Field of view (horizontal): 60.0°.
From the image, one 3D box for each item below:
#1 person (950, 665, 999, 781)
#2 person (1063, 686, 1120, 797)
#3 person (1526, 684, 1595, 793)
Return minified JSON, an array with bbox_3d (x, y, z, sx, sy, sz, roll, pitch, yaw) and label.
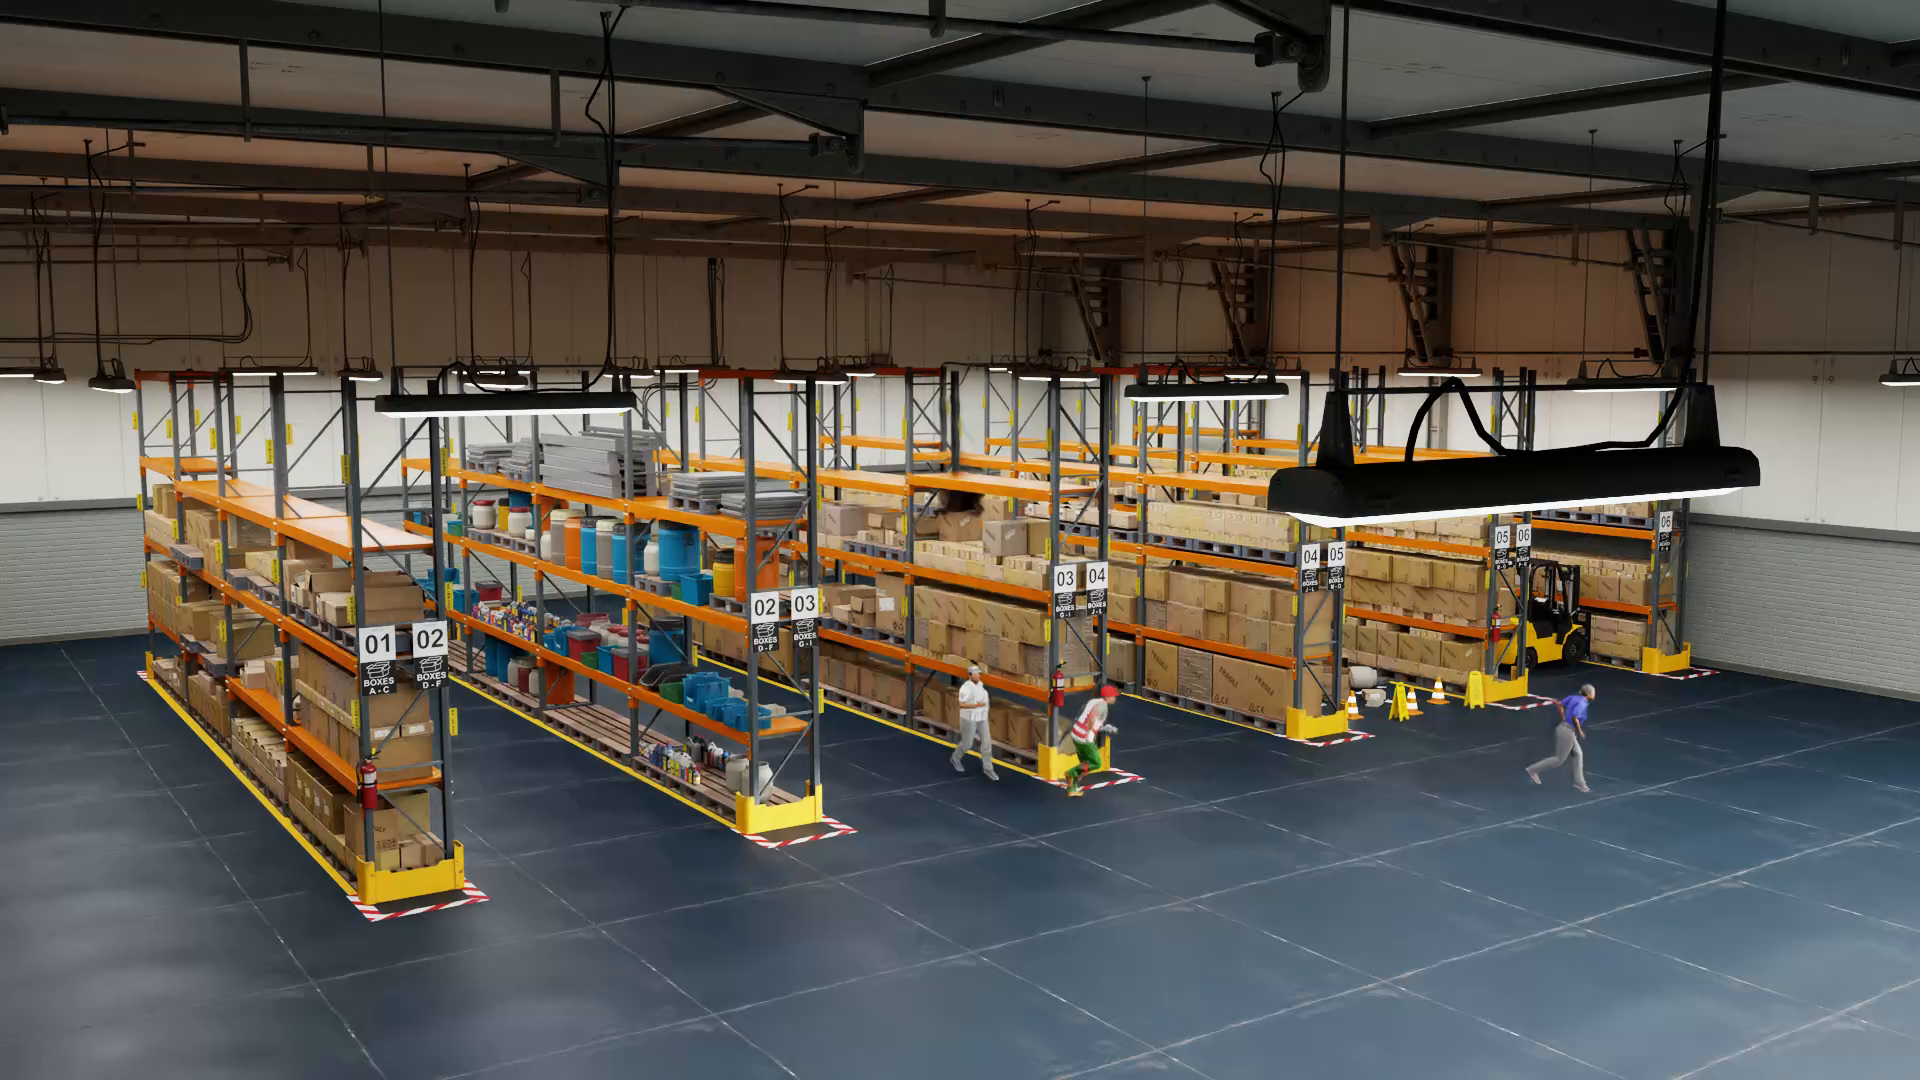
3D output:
[{"bbox_3d":[0.200,2.697,24.786,0.599,1.690,0.880,-6,9,-42],"label":"person"},{"bbox_3d":[1.883,2.878,23.703,0.828,1.591,0.694,-2,7,-13],"label":"person"},{"bbox_3d":[8.670,2.862,24.027,0.957,1.615,0.602,0,6,0],"label":"person"}]
